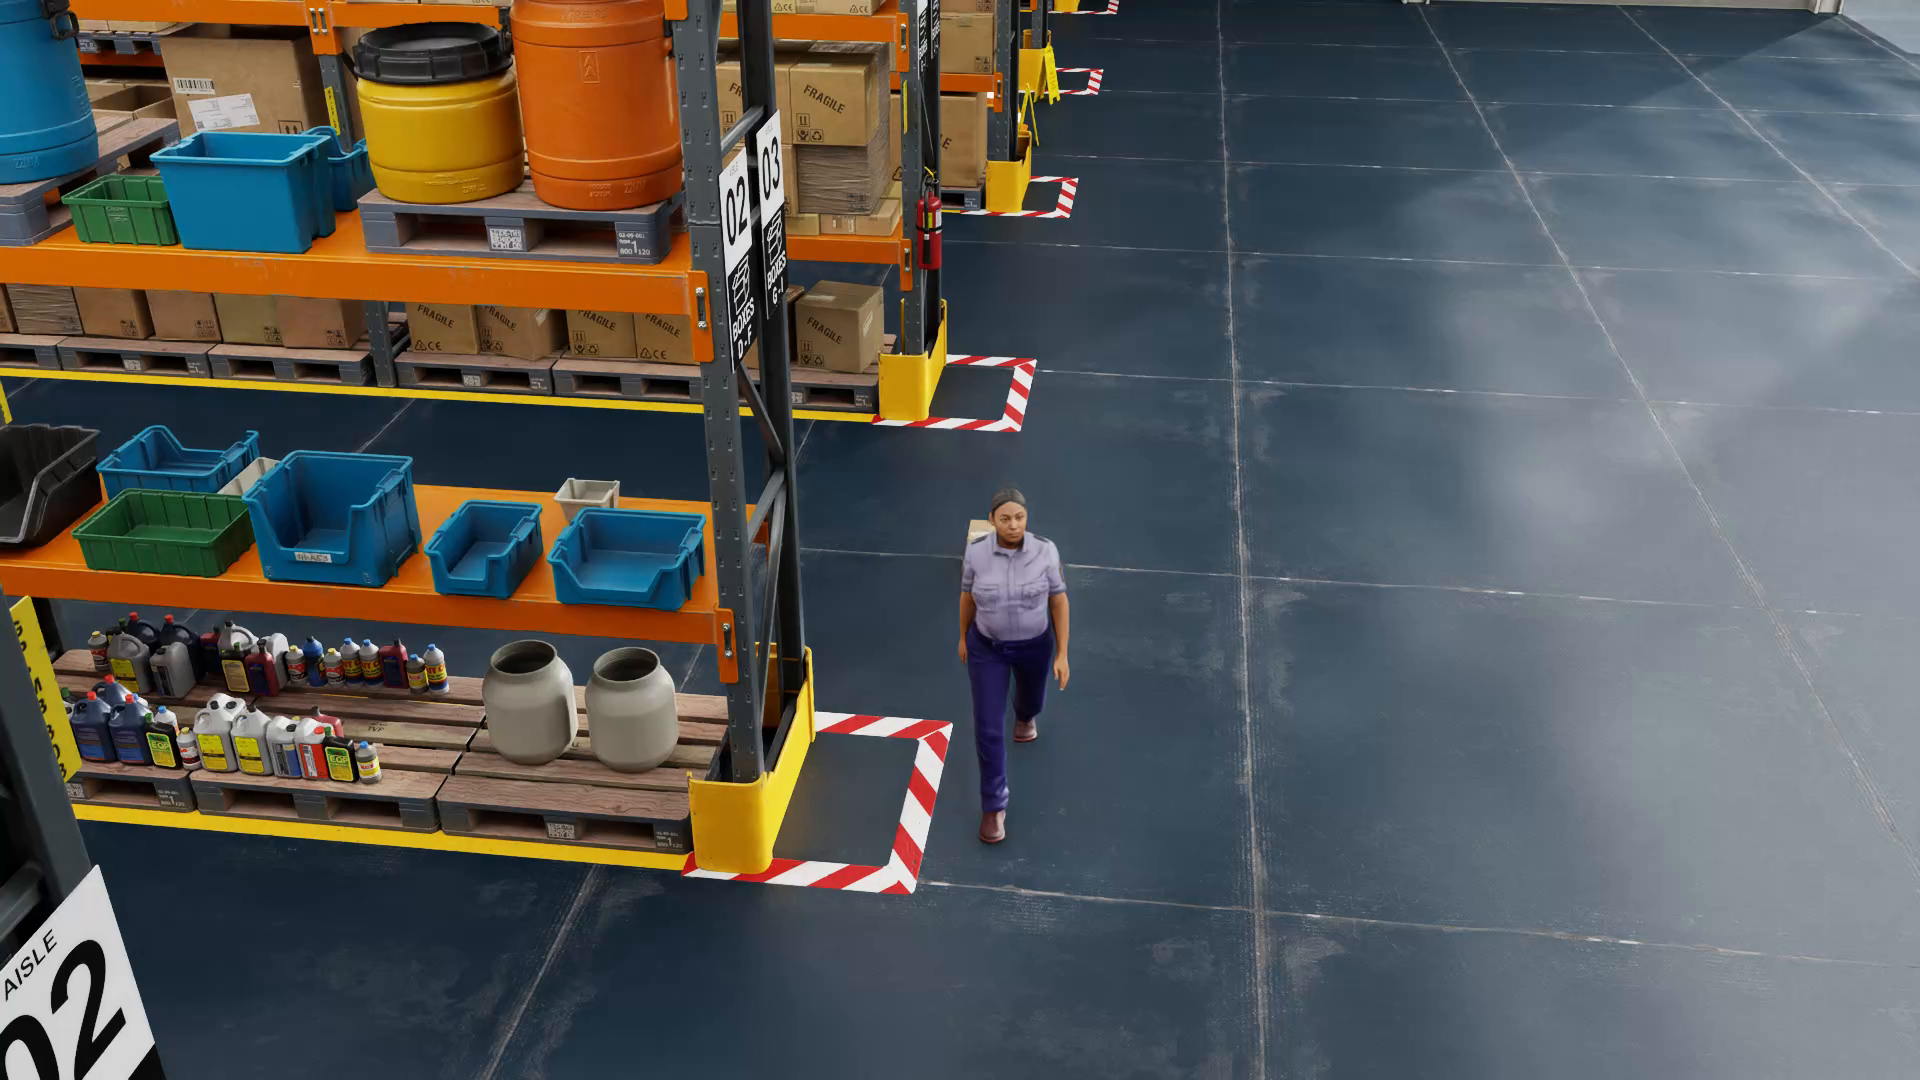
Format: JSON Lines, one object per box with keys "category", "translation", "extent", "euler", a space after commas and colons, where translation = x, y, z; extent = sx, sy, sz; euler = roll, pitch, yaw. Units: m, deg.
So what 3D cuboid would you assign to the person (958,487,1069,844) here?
{"category": "person", "translation": [0.249, 0.496, 7.746], "extent": [0.498, 1.577, 1.022], "euler": [-2, 29, -3]}
